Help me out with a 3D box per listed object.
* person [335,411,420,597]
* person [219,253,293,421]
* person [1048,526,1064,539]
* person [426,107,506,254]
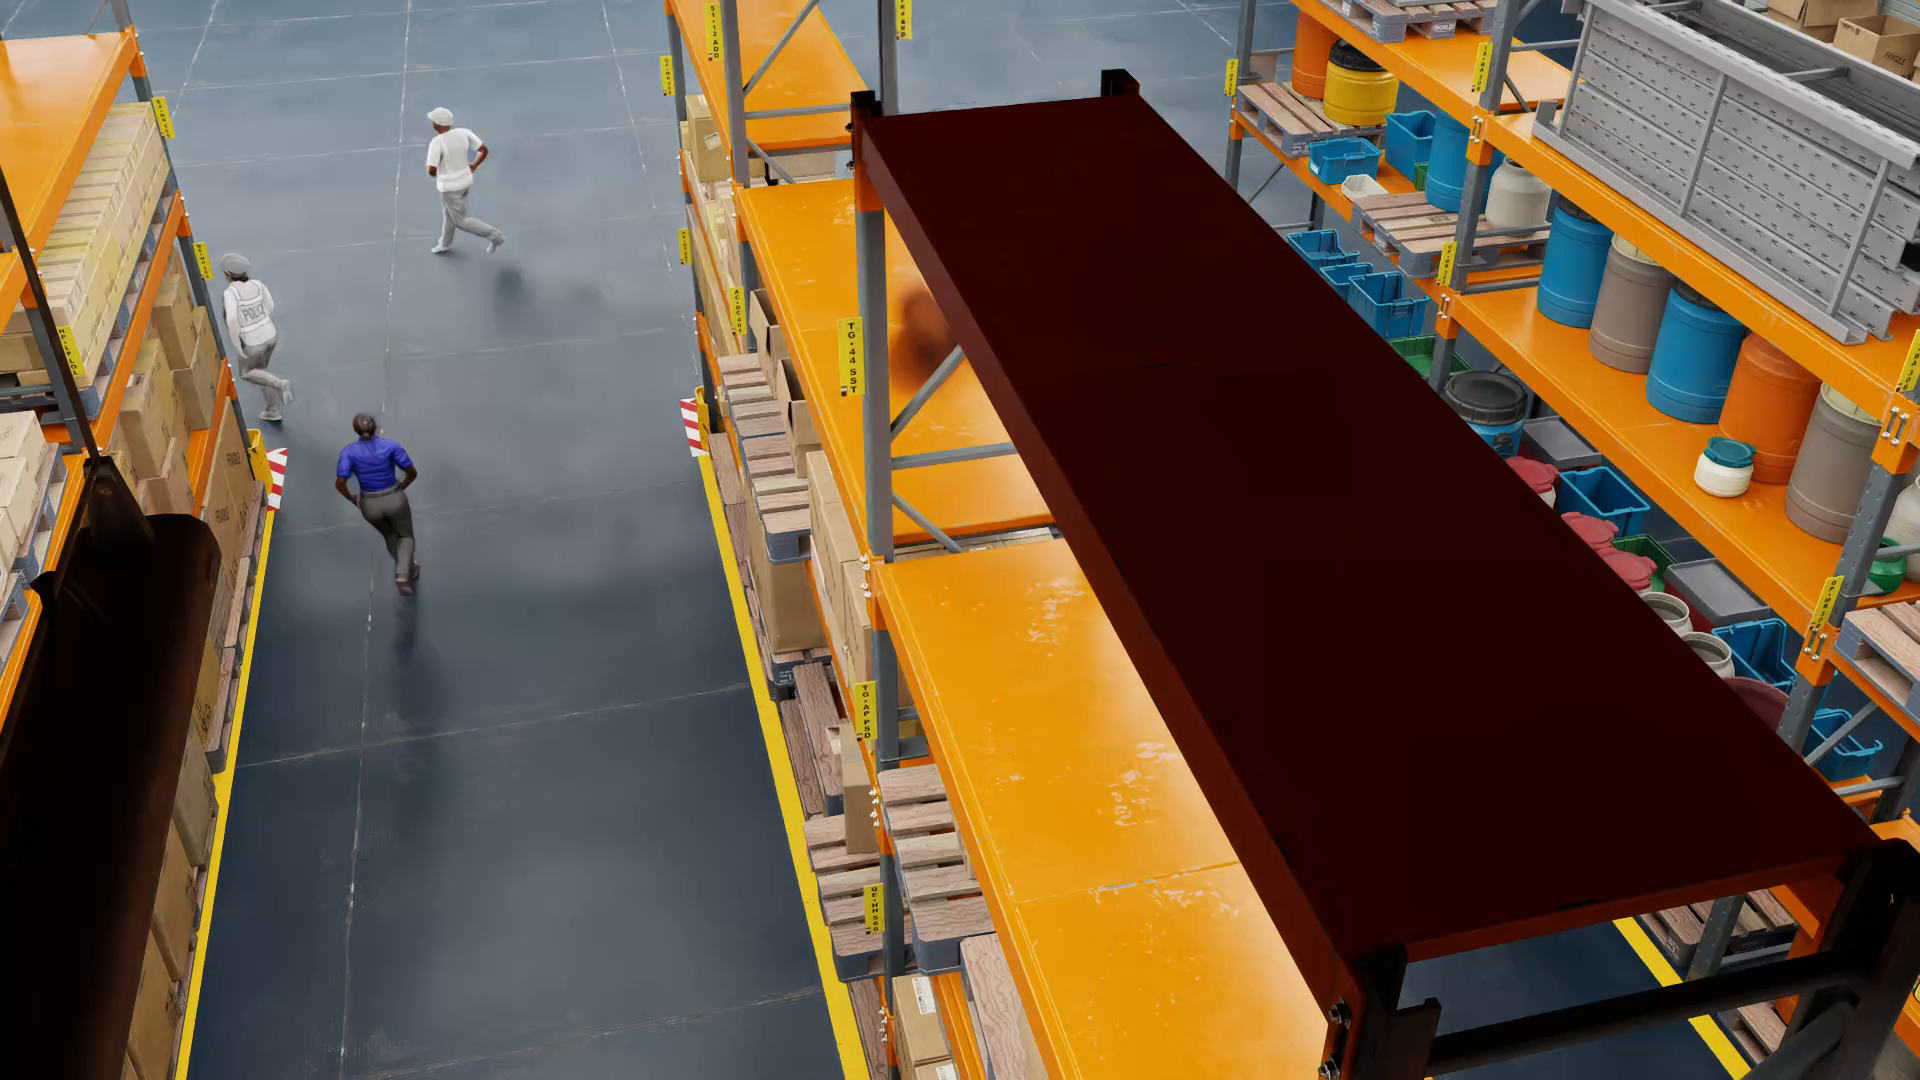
[{"bbox_3d":[-4.514,-0.242,13.036,0.600,1.641,0.802,-9,35,-13],"label":"person"},{"bbox_3d":[-6.531,-1.843,15.364,0.638,1.649,0.652,14,37,20],"label":"person"},{"bbox_3d":[0.695,0.476,11.867,0.610,1.750,0.889,-8,35,-12],"label":"person"},{"bbox_3d":[-5.510,-3.853,18.192,1.141,1.775,0.666,13,36,18],"label":"person"}]
